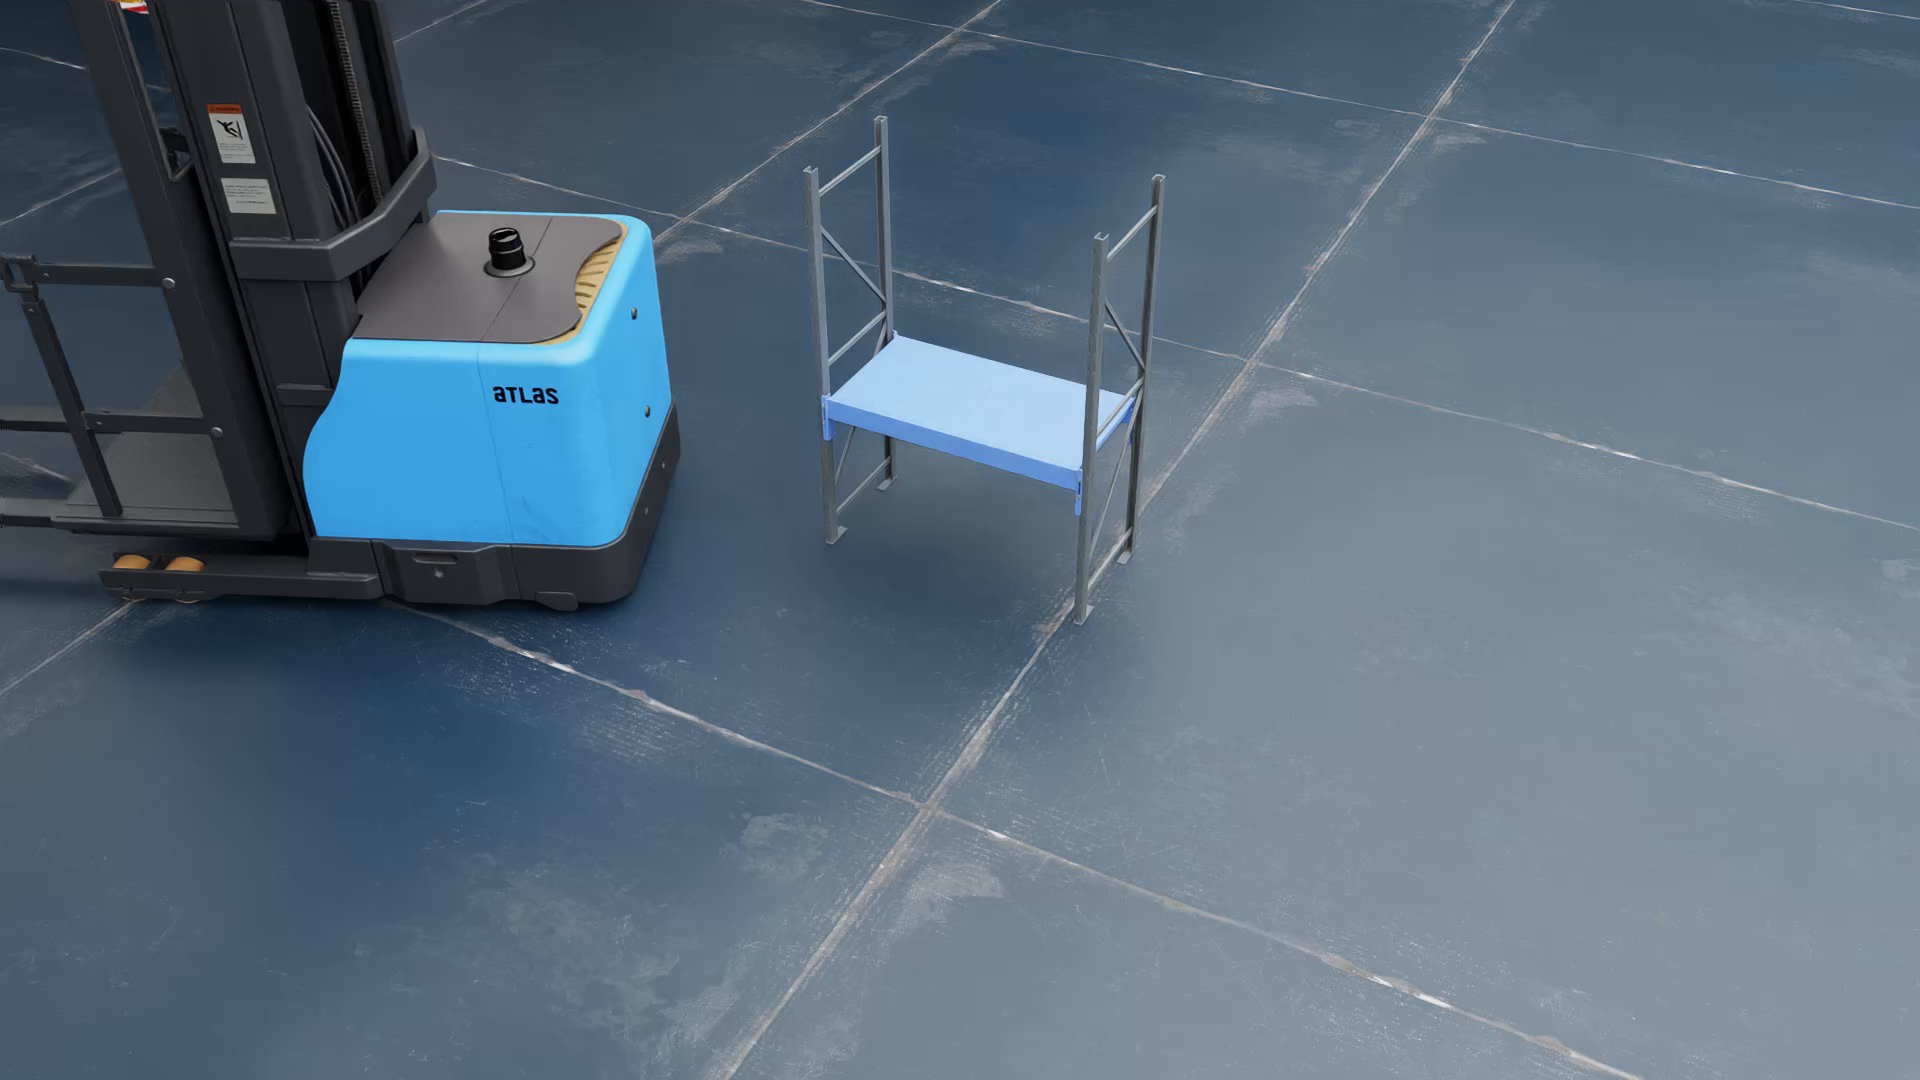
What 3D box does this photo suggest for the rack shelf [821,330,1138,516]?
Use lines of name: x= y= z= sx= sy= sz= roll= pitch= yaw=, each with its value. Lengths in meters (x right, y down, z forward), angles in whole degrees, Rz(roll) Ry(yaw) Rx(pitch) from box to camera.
rack shelf: x=0.076 y=-0.430 z=5.874 sx=1.000 sy=0.185 sz=0.538 roll=17 pitch=41 yaw=21

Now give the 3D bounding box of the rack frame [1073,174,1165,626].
rack frame: x=0.527 y=-0.432 z=5.579 sx=0.032 sy=1.500 sz=0.500 roll=17 pitch=41 yaw=21

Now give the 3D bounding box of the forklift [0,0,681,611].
forklift: x=-2.643 y=-1.258 z=5.483 sx=3.031 sy=2.935 sz=1.130 roll=2 pitch=37 yaw=3

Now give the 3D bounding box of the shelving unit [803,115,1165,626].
shelving unit: x=0.076 y=-0.574 z=5.765 sx=1.048 sy=1.500 sz=0.538 roll=17 pitch=41 yaw=21

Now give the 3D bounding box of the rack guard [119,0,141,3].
rack guard: x=-5.298 y=-4.060 z=11.185 sx=0.348 sy=0.500 sz=1.175 roll=17 pitch=41 yaw=21

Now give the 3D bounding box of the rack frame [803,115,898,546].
rack frame: x=-0.376 y=-0.715 z=5.952 sx=0.032 sy=1.500 sz=0.500 roll=17 pitch=41 yaw=21
